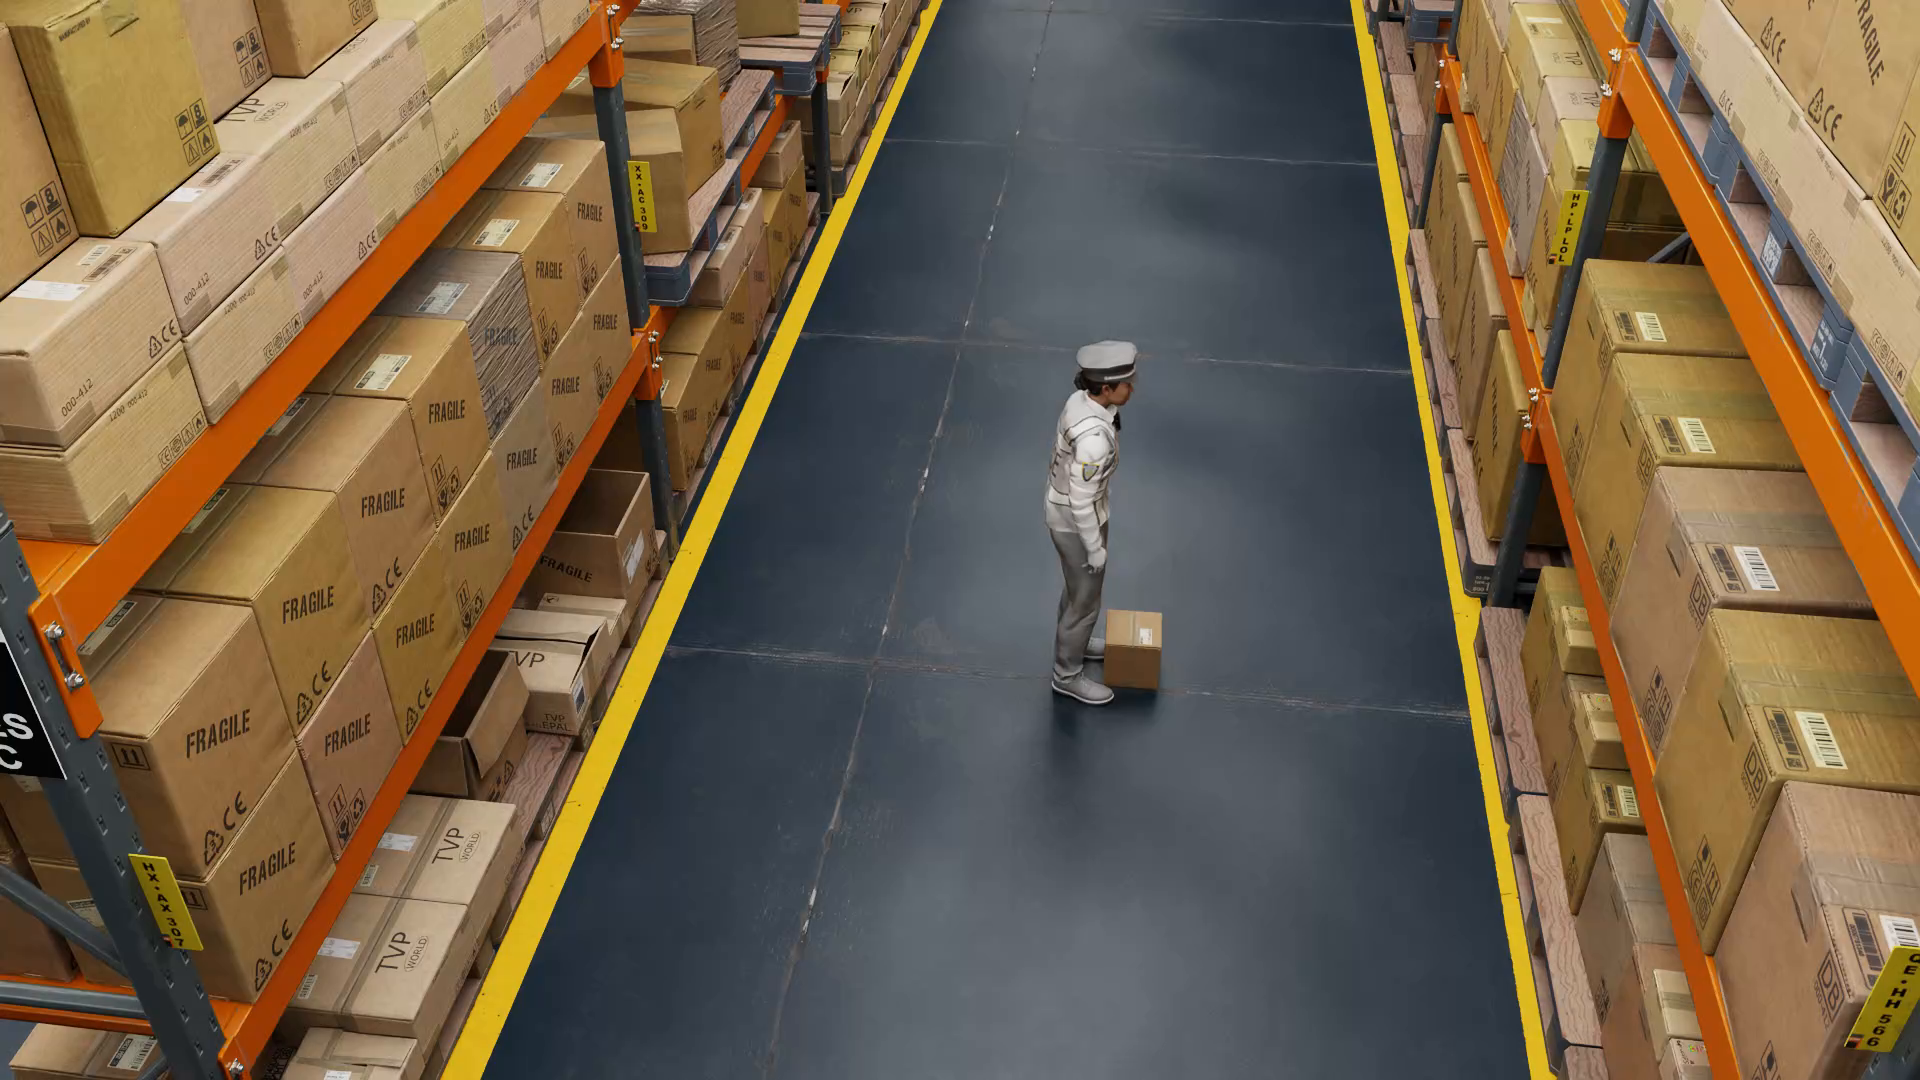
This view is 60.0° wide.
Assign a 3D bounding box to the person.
[{"bbox_3d":[0.547,-0.091,7.157,0.372,1.666,0.543,3,36,4],"label":"person"}]
